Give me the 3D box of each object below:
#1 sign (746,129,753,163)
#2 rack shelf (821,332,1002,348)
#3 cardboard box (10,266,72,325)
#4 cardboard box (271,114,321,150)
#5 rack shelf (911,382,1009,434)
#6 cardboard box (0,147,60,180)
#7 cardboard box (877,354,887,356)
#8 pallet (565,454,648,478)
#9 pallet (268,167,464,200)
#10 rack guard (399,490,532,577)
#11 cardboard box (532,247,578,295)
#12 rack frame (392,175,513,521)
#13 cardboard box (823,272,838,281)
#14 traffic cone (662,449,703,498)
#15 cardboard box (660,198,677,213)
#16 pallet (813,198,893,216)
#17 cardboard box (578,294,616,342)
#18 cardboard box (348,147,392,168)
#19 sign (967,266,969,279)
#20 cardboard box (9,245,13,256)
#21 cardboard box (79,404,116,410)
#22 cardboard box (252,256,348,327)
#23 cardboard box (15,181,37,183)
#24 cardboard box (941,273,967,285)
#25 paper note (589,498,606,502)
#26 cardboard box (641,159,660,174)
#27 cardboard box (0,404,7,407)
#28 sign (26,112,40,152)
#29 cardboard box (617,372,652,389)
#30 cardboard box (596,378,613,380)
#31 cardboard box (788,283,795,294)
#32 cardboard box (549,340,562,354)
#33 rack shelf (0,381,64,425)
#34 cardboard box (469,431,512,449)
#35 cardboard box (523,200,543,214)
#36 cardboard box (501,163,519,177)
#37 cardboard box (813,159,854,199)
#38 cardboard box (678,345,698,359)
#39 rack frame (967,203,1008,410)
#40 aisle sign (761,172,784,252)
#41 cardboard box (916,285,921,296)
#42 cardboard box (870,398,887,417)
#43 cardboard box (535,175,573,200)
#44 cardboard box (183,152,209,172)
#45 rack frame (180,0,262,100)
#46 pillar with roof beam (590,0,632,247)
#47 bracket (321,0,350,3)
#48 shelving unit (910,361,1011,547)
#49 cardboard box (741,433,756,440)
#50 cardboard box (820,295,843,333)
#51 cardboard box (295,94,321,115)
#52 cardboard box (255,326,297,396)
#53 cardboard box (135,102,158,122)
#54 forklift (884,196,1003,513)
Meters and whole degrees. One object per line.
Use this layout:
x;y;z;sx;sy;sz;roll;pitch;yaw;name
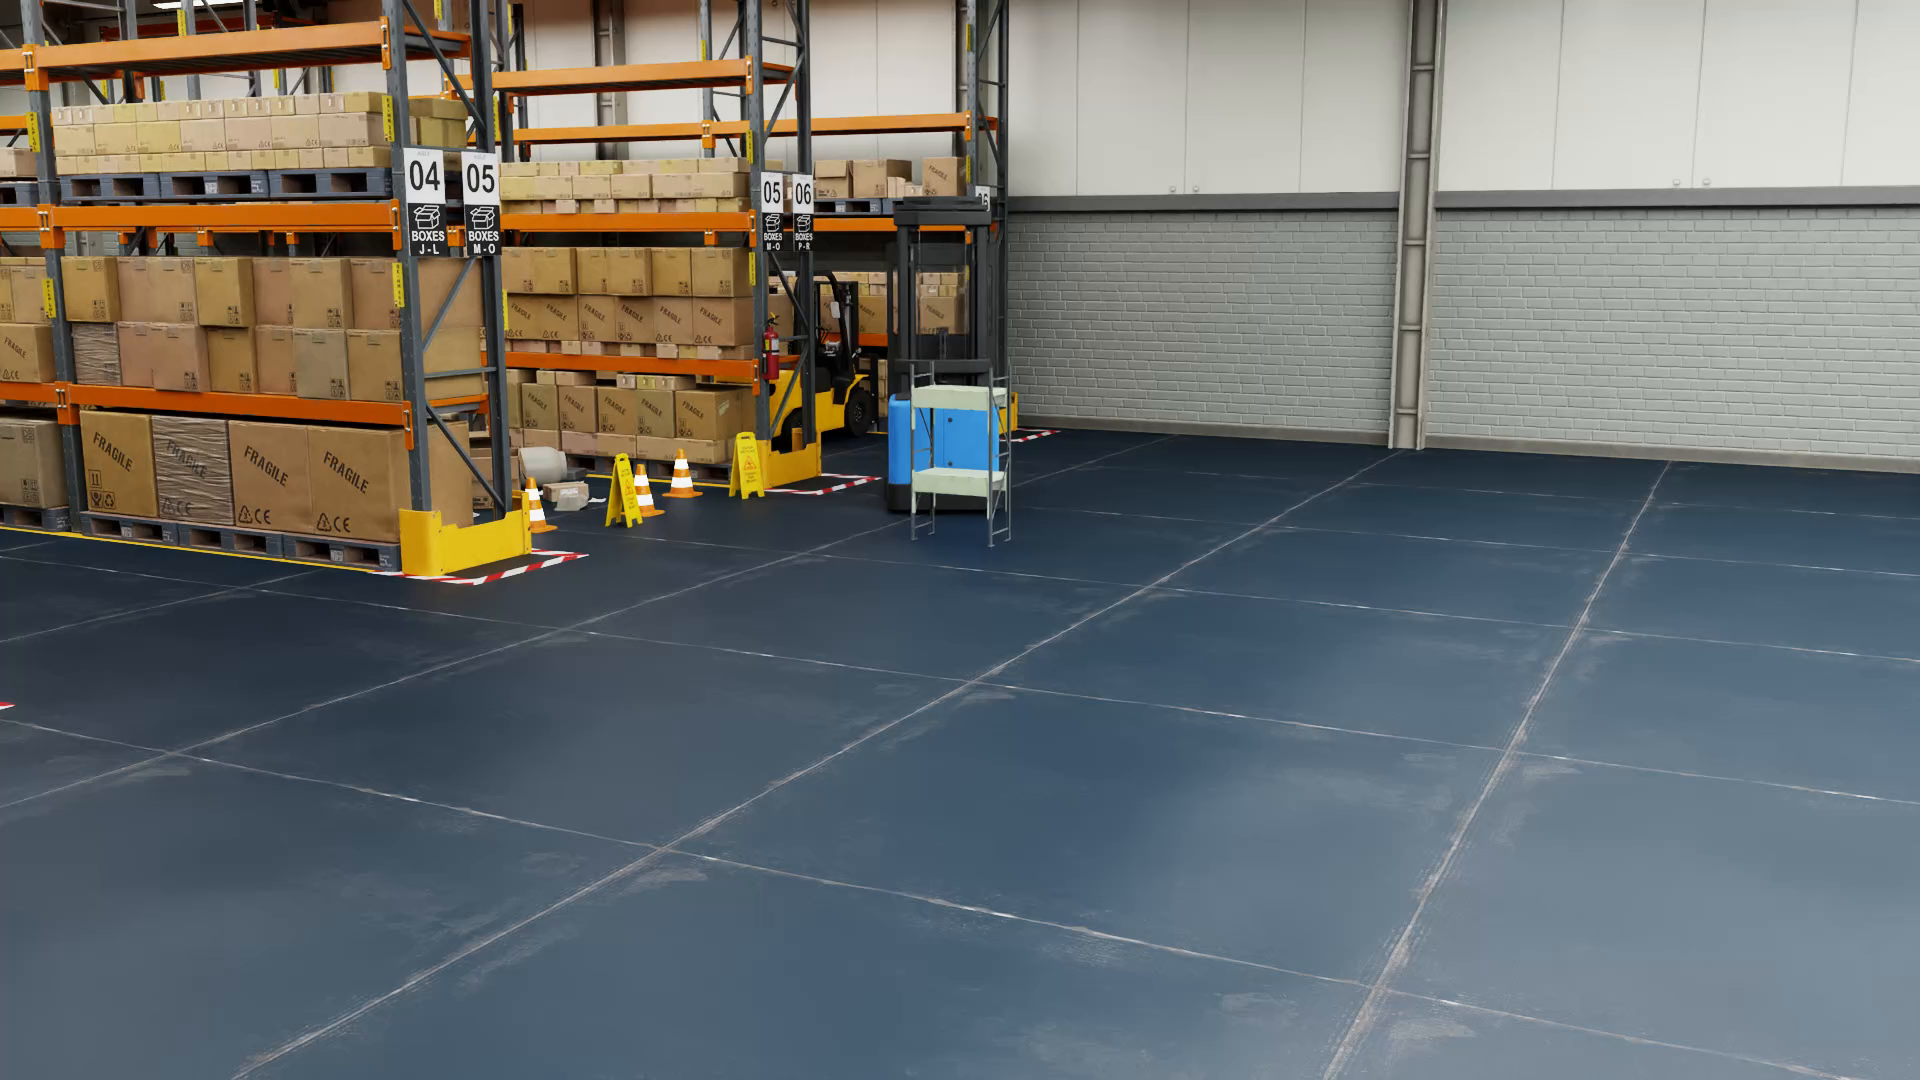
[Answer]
-2.096;-3.923;16.577;0.005;0.325;0.100;5;11;26;sign
-1.433;-2.695;22.721;4.000;0.370;1.077;5;11;26;rack shelf
-7.967;-2.195;14.847;0.500;0.500;0.700;5;11;25;cardboard box
-4.943;-3.138;12.851;0.500;0.250;0.500;5;11;26;cardboard box
0.006;-1.122;14.024;0.720;0.370;0.431;5;11;26;rack shelf
-8.223;-3.304;14.600;0.500;0.250;0.500;5;11;26;cardboard box
-1.337;-2.427;22.952;0.500;0.250;0.500;5;11;25;cardboard box
-3.703;-0.899;18.603;1.213;0.211;1.003;5;11;26;pallet
-4.602;-2.789;13.047;1.213;0.211;1.003;5;11;26;pallet
-3.910;-0.068;13.204;0.348;0.500;1.175;5;11;26;rack guard
-4.234;-2.945;18.154;0.500;0.500;0.700;5;11;25;cardboard box
-3.932;-1.300;12.992;0.127;3.000;1.000;5;11;26;rack frame
-1.650;-3.544;22.450;0.250;0.149;0.380;5;11;26;cardboard box
-2.789;-0.678;16.679;0.334;0.463;0.336;5;11;26;traffic cone
-2.935;-3.506;17.462;0.250;0.149;0.380;5;11;26;cardboard box
-1.360;-4.480;22.387;1.213;0.211;1.003;5;11;26;pallet
-3.781;-2.416;18.042;0.500;0.500;0.500;5;11;26;cardboard box
-4.380;-2.881;12.547;0.250;0.149;0.380;5;11;26;cardboard box
0.108;-3.493;21.189;0.005;0.325;0.100;5;11;26;sign
-12.999;-3.989;22.937;0.250;0.149;0.380;5;11;27;cardboard box
-11.189;-2.100;22.195;0.875;0.875;0.875;5;12;27;cardboard box
-5.224;-2.035;13.600;0.550;0.550;0.875;5;11;26;cardboard box
-11.932;-4.661;21.676;0.500;0.500;0.500;5;11;25;cardboard box
-0.054;-3.401;21.663;0.250;0.149;0.380;5;11;26;cardboard box
-3.561;-0.394;16.324;0.142;0.019;0.148;1;10;6;paper note
-3.138;-3.915;17.485;0.250;0.149;0.380;5;11;26;cardboard box
-9.814;-0.900;15.916;0.750;0.750;1.050;5;11;27;cardboard box
-7.750;-3.413;13.909;0.005;0.325;0.100;5;11;26;sign
-3.485;-1.722;17.935;0.250;0.149;0.380;6;12;28;cardboard box
-4.313;-1.593;19.046;0.500;0.500;0.500;5;12;27;cardboard box
-2.155;-3.420;22.601;0.250;0.149;0.380;5;11;25;cardboard box
-4.318;-2.146;18.368;0.250;0.149;0.380;5;11;26;cardboard box
-9.313;-1.419;15.669;4.000;0.370;1.077;5;11;26;rack shelf
-5.061;-0.883;17.701;0.500;0.500;0.500;-4;11;-23;cardboard box
-4.560;-3.645;18.231;0.250;0.149;0.380;5;12;28;cardboard box
-4.803;-4.044;18.194;0.250;0.149;0.380;5;11;24;cardboard box
-1.526;-4.819;22.264;0.637;0.503;0.797;5;12;28;cardboard box
-2.759;-1.996;17.544;0.250;0.149;0.380;5;11;25;cardboard box
0.361;-2.892;21.786;0.127;3.000;1.000;5;11;26;rack frame
-1.905;-3.327;16.890;0.004;0.787;0.394;5;11;26;aisle sign
-0.522;-3.288;21.875;0.250;0.149;0.380;5;12;27;cardboard box
-1.087;-1.814;22.370;0.500;0.250;0.500;5;11;26;cardboard box
-4.236;-3.804;17.986;0.500;0.250;0.500;5;11;26;cardboard box
-5.979;-3.021;13.322;0.250;0.149;0.380;5;11;27;cardboard box
-9.007;-5.681;20.353;0.127;3.000;1.000;5;11;26;rack frame
-7.151;-5.828;21.164;0.548;9.000;9.100;5;11;26;pillar with roof beam
-8.086;-8.466;25.631;4.783;0.066;0.076;5;11;26;bracket
0.006;-0.737;14.094;0.755;1.500;0.431;5;11;26;shelving unit
-2.433;-1.060;18.207;0.500;0.250;0.500;5;11;25;cardboard box
-1.573;-3.058;22.426;0.500;0.500;0.500;5;11;26;cardboard box
-4.837;-3.313;12.699;0.250;0.149;0.380;5;12;27;cardboard box
-5.234;-1.500;13.675;0.550;0.550;0.875;5;11;26;cardboard box
-6.428;-3.453;13.471;0.250;0.149;0.380;5;11;26;cardboard box
-0.179;-1.919;16.601;1.130;2.935;3.031;0;10;-1;forklift
